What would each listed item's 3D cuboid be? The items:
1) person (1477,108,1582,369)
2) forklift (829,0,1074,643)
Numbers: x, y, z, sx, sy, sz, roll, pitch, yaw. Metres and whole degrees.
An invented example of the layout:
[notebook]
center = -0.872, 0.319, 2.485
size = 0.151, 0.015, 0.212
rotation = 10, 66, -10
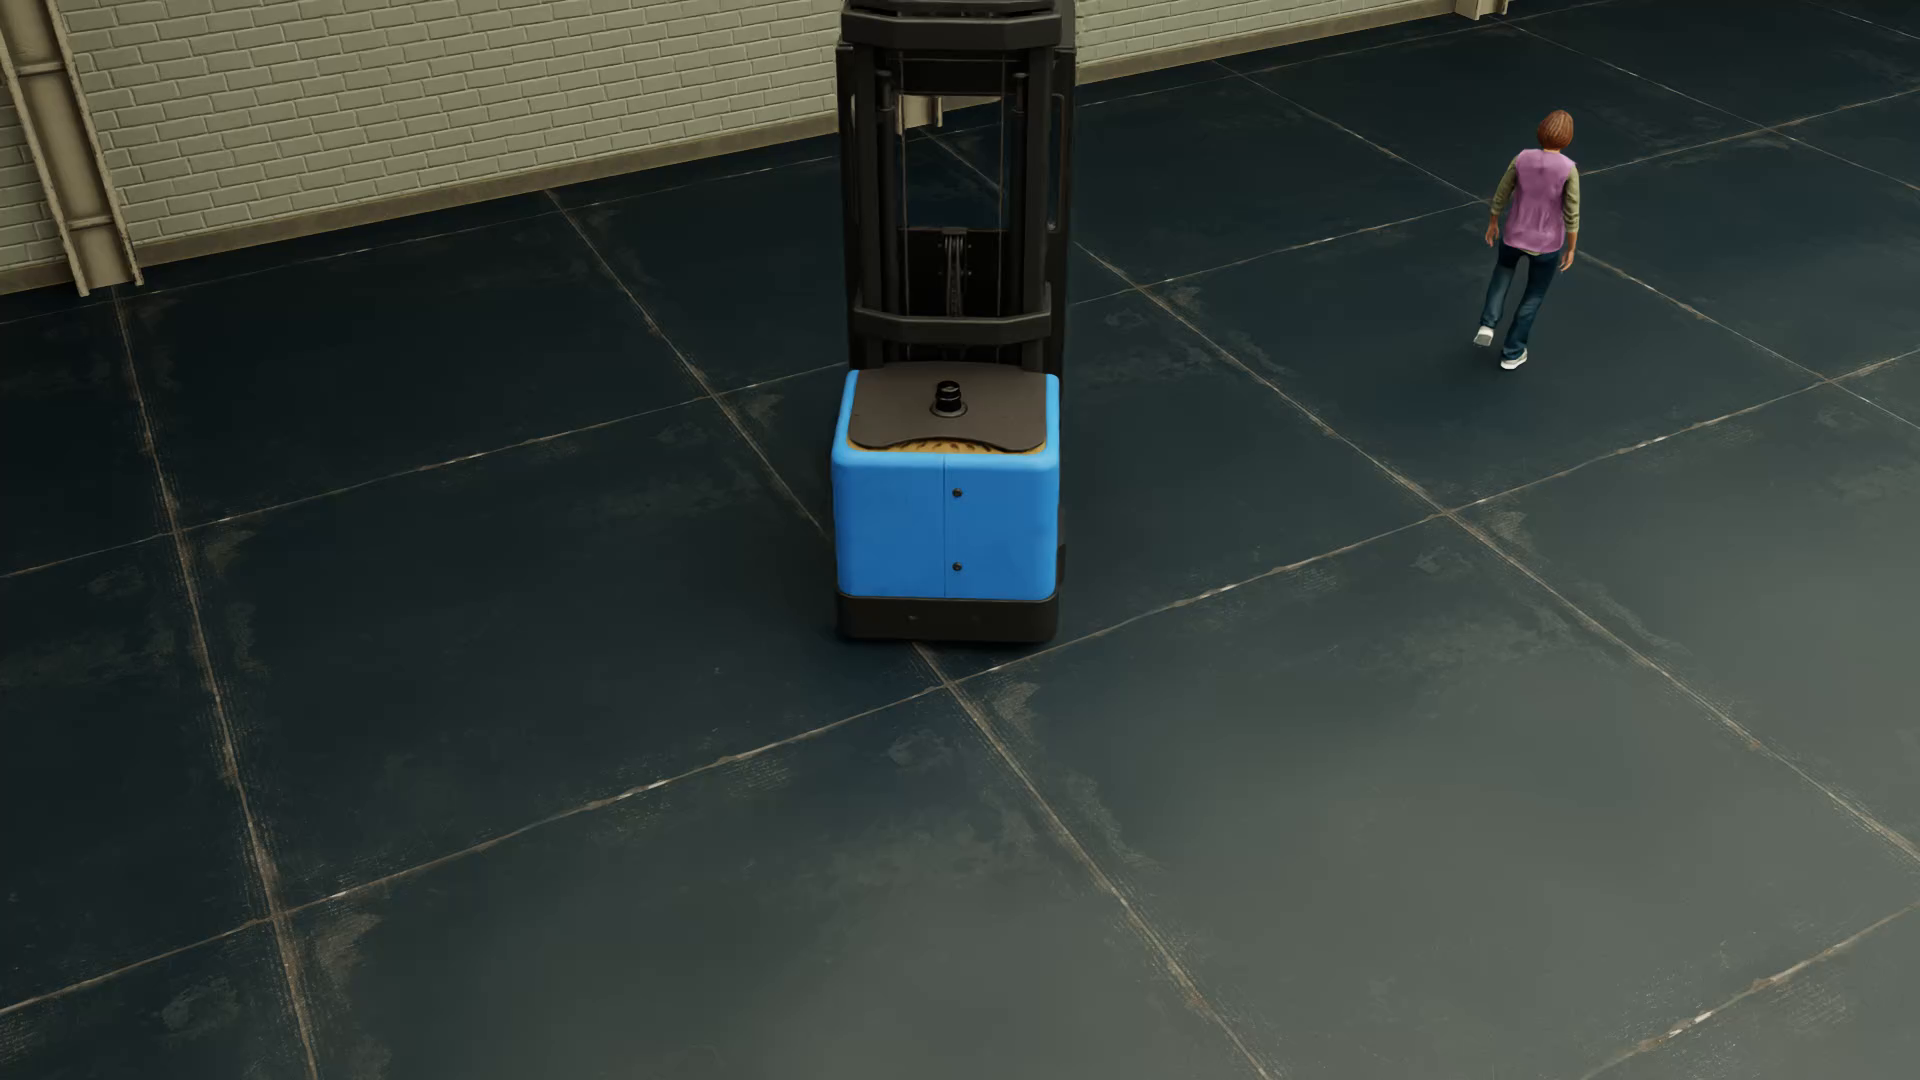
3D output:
[person]
center = 3.391, -1.776, 9.835
size = 0.512, 1.606, 0.454
rotation = 22, 41, 28
[forklift]
center = -0.063, -1.537, 8.297
size = 1.130, 2.935, 3.031
rotation = -2, 35, -2
